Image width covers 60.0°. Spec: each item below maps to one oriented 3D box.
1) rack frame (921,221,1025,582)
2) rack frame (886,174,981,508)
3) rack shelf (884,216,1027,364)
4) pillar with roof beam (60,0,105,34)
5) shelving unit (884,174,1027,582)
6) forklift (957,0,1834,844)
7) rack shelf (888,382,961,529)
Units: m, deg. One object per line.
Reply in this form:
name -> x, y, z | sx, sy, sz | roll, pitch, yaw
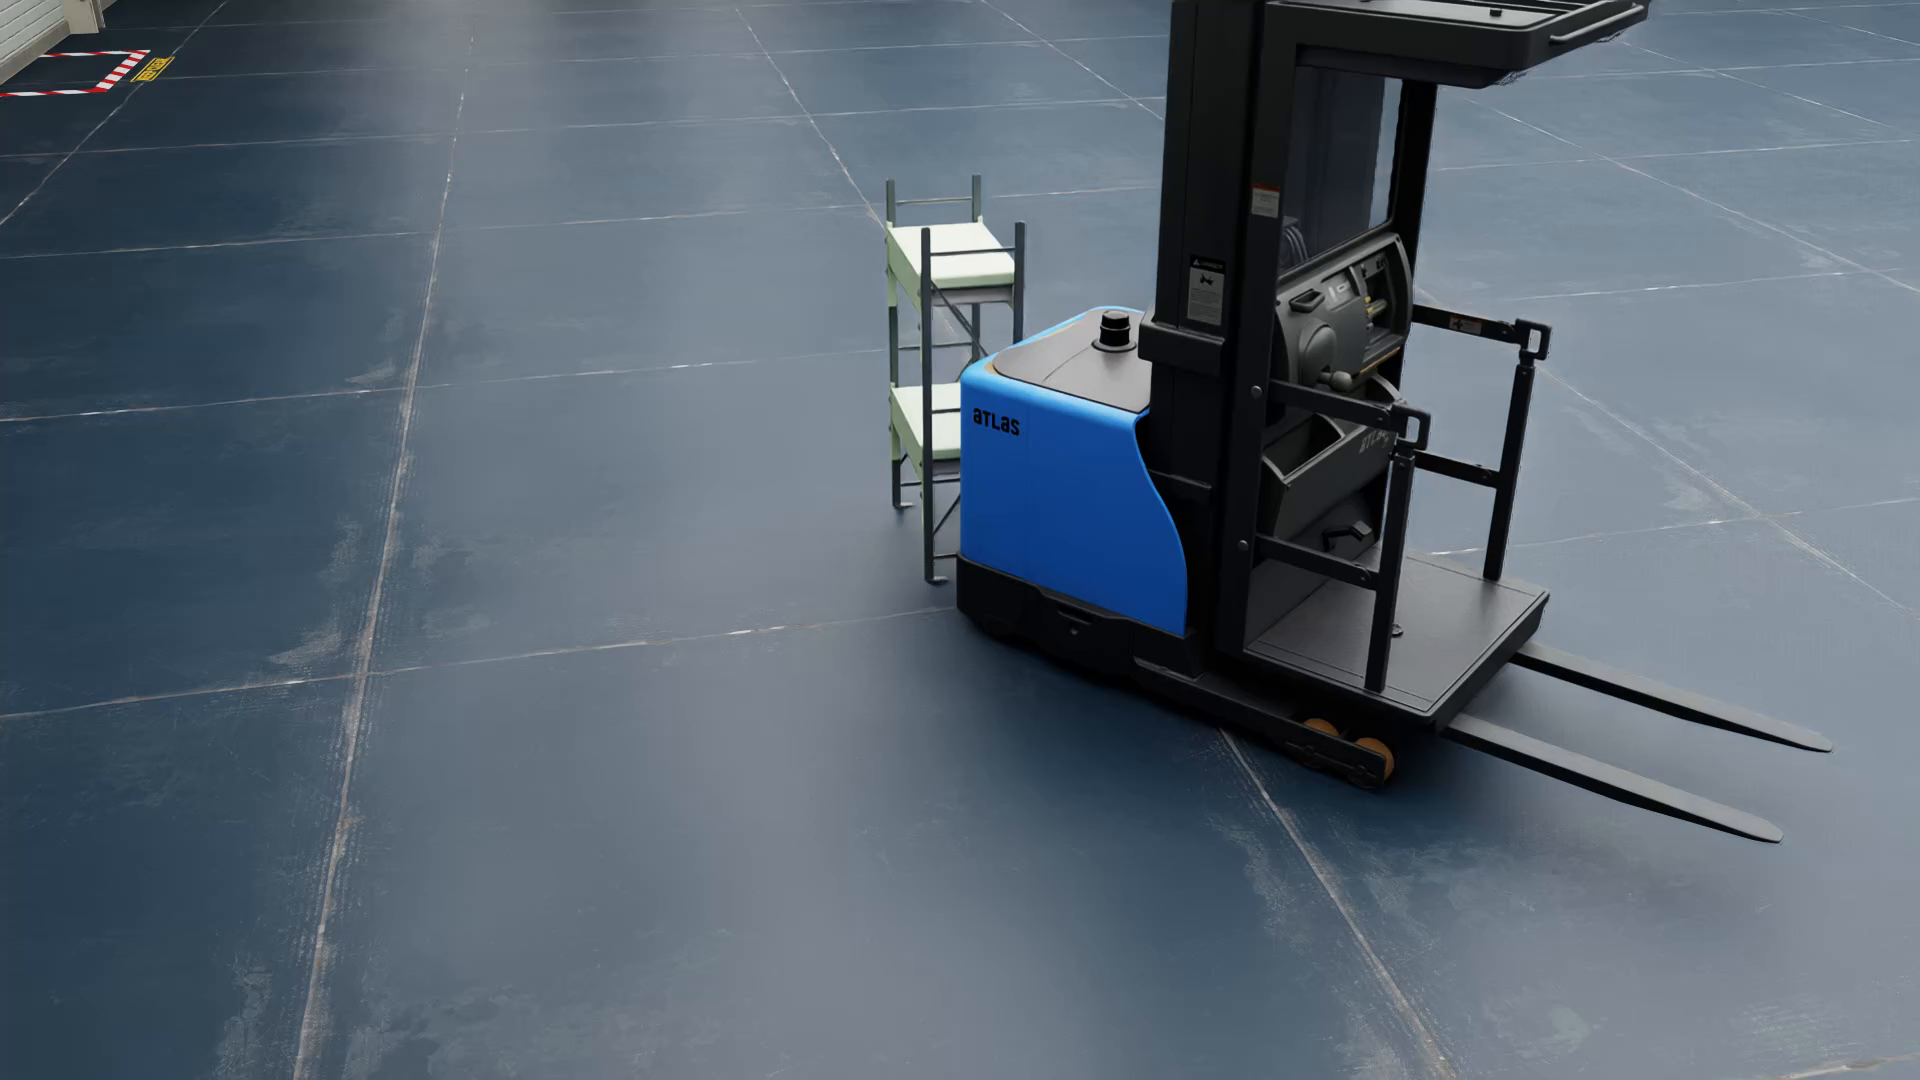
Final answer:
rack frame -> 0.050, -0.519, 6.613 | 0.400, 1.500, 0.023 | -6, 27, -11
rack frame -> -0.109, -0.841, 7.251 | 0.400, 1.500, 0.023 | -6, 27, -11
rack shelf -> -0.030, -1.028, 6.756 | 0.431, 0.370, 0.720 | -6, 27, -11
pillar with roof beam -> -5.500, -10.110, 17.294 | 9.100, 9.000, 0.400 | -6, 27, -12
shelving unit -> -0.030, -0.680, 6.932 | 0.431, 1.500, 0.755 | -6, 27, -11
forklift -> 1.459, -0.744, 5.472 | 3.031, 2.935, 1.130 | 19, 33, 33
rack shelf -> -0.030, -0.388, 7.079 | 0.431, 0.370, 0.720 | -6, 27, -11
